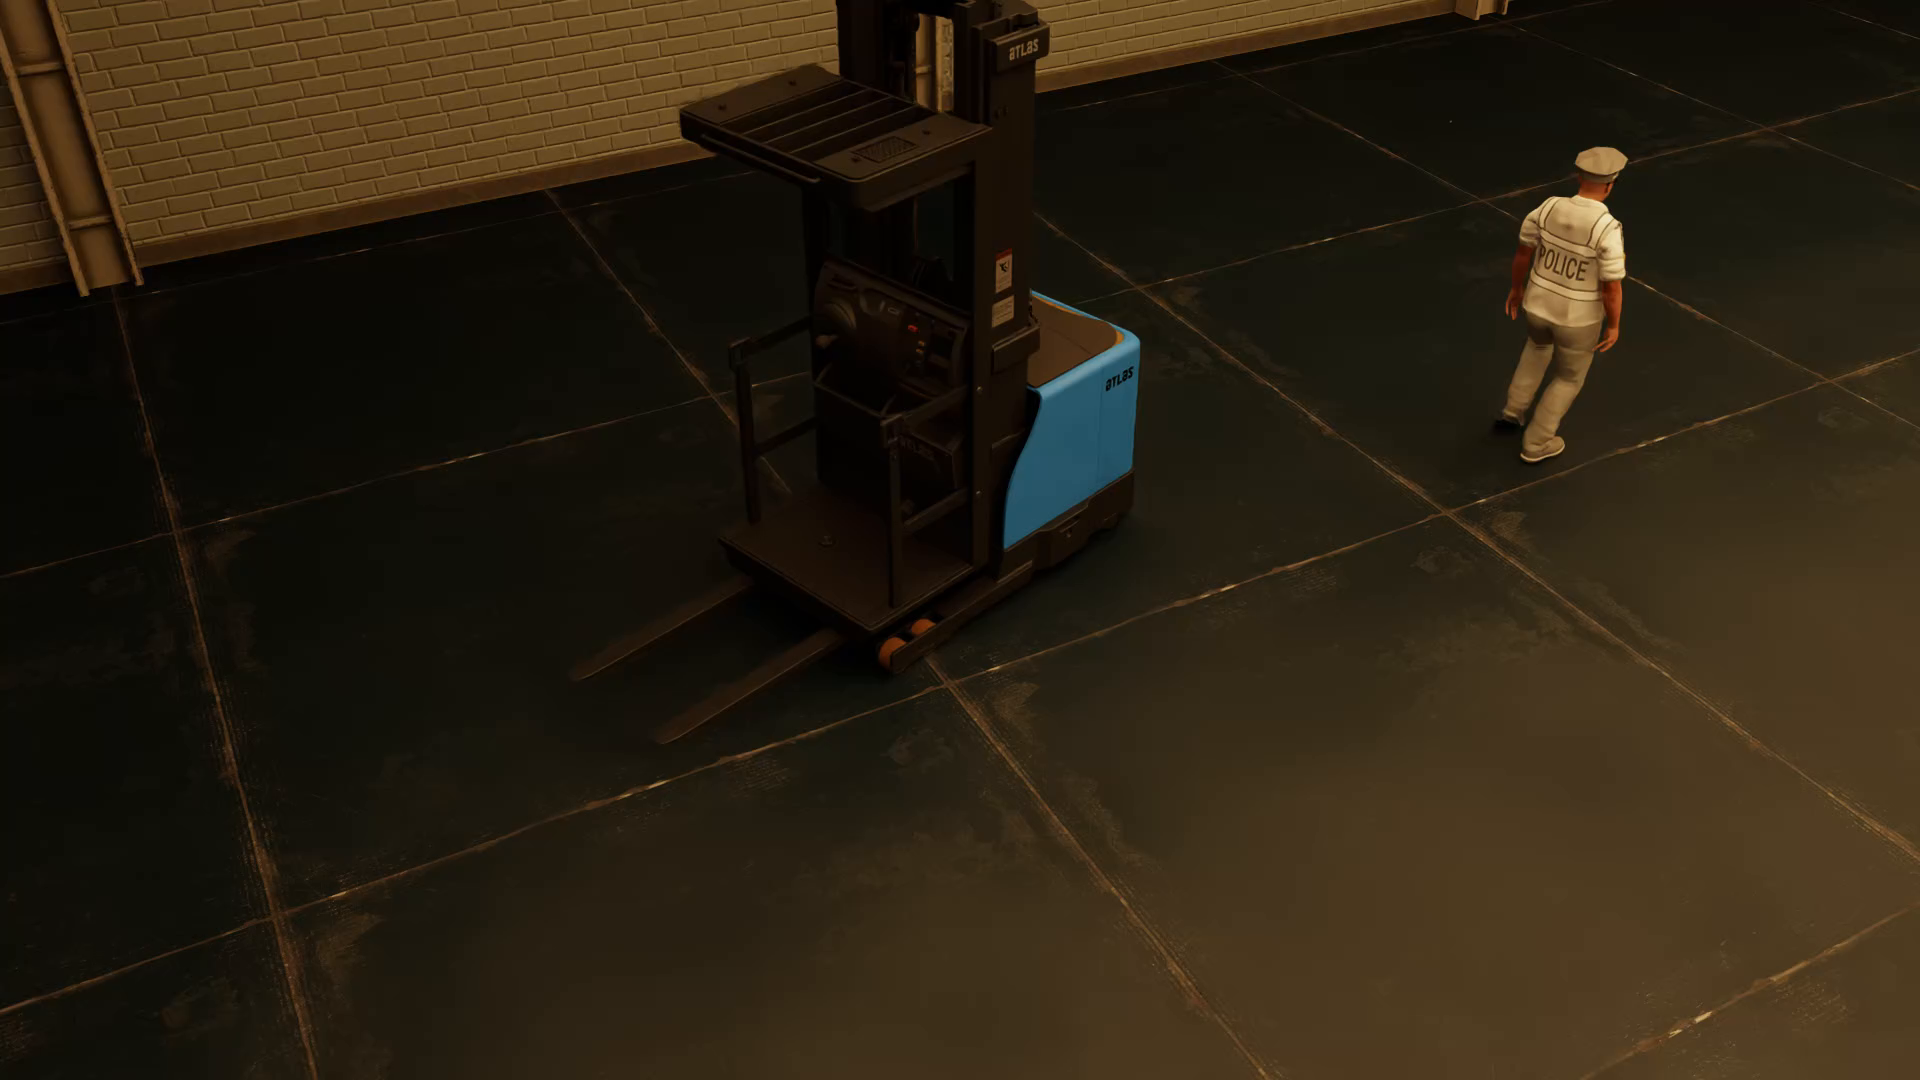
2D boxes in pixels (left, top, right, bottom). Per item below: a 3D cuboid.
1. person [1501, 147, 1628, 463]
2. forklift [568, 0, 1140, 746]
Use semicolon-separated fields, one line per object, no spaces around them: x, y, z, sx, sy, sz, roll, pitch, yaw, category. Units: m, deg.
3.278;-1.238;8.964;0.494;1.795;0.641;-25;42;-31;person
-0.469;-0.910;7.410;1.130;2.935;3.031;29;44;34;forklift
